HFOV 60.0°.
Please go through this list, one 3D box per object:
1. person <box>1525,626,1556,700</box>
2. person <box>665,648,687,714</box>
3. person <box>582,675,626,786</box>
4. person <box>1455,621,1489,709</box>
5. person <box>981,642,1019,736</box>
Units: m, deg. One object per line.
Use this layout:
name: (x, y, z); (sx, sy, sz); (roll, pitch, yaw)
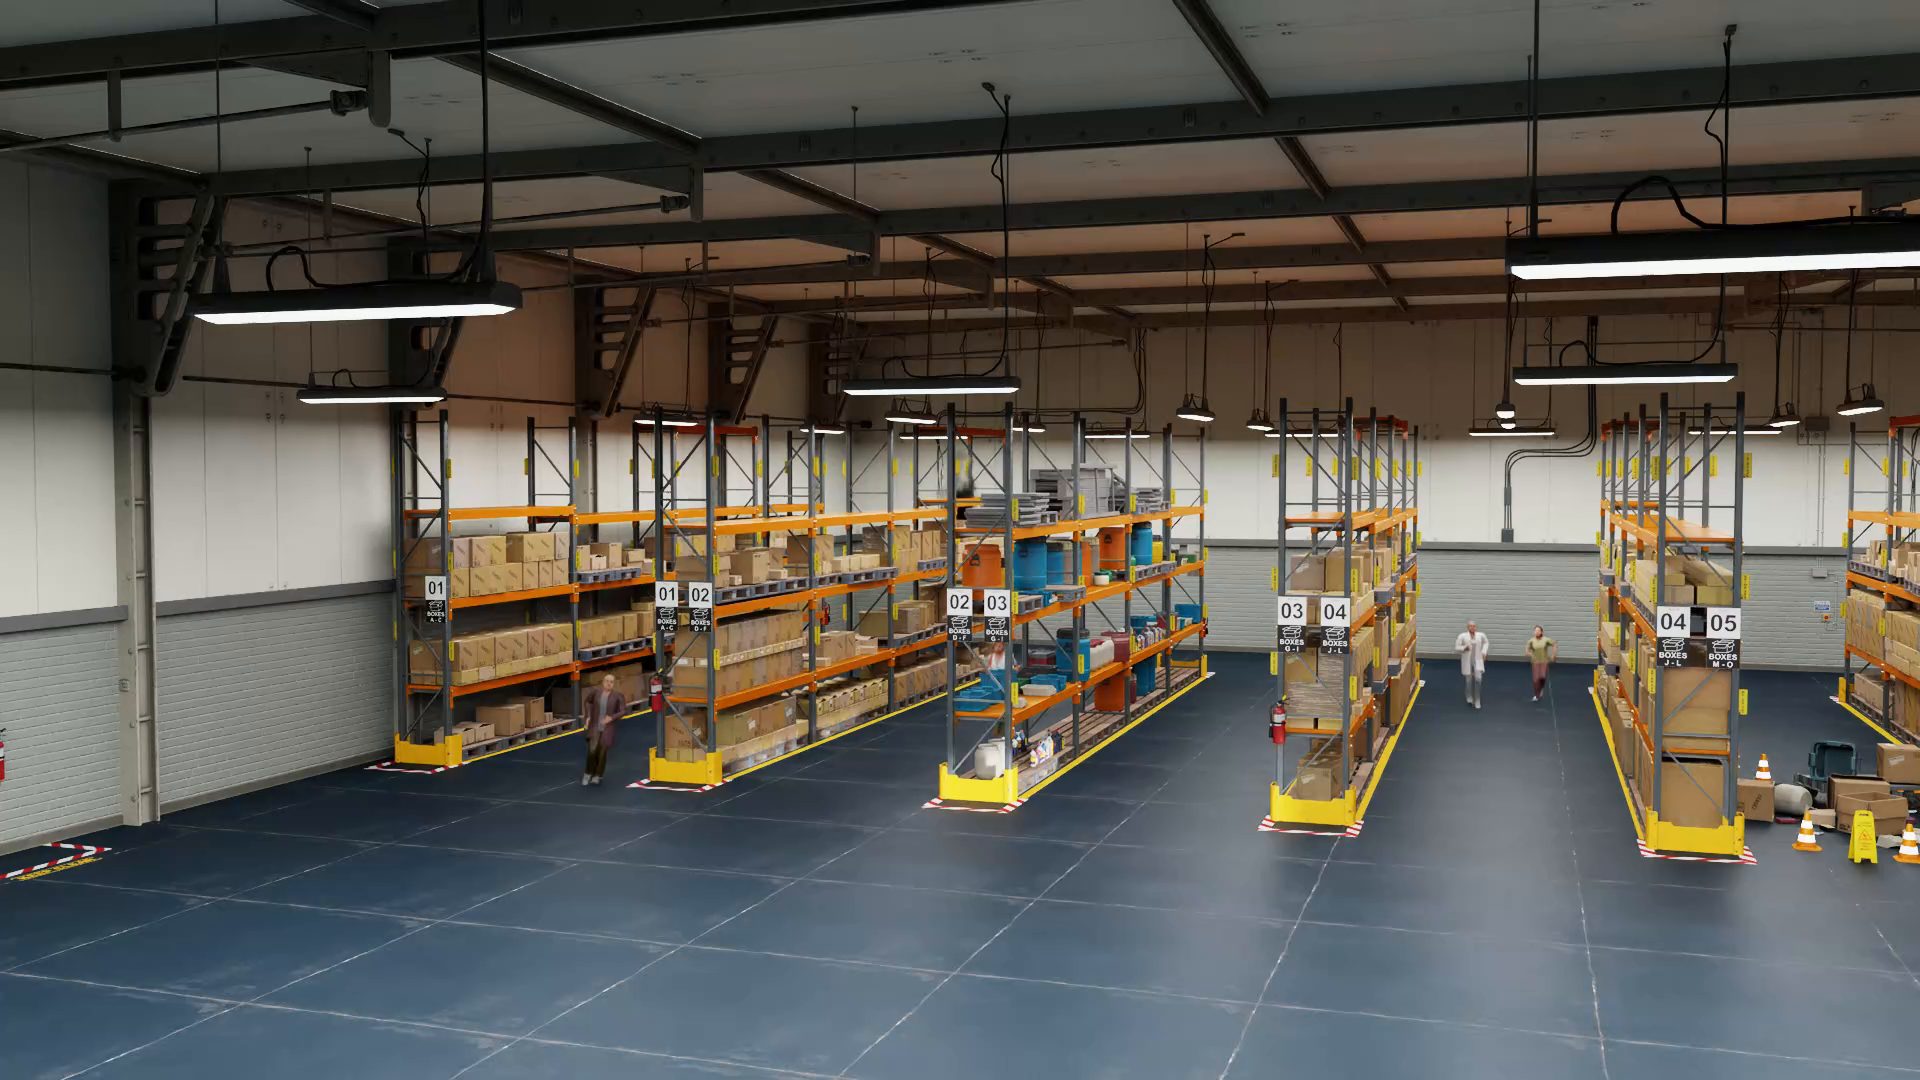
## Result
person: (12.460, 2.654, 35.711); (0.604, 1.623, 0.705); (1, 3, 26)
person: (-5.161, 2.846, 30.758); (0.568, 1.745, 0.739); (1, 3, 15)
person: (-5.634, 3.009, 26.318); (0.697, 1.756, 0.694); (0, 2, -6)
person: (10.758, 2.622, 34.951); (0.687, 1.852, 0.833); (1, 3, 14)
person: (0.727, 2.746, 31.316); (0.662, 1.766, 0.993); (1, 3, 18)
